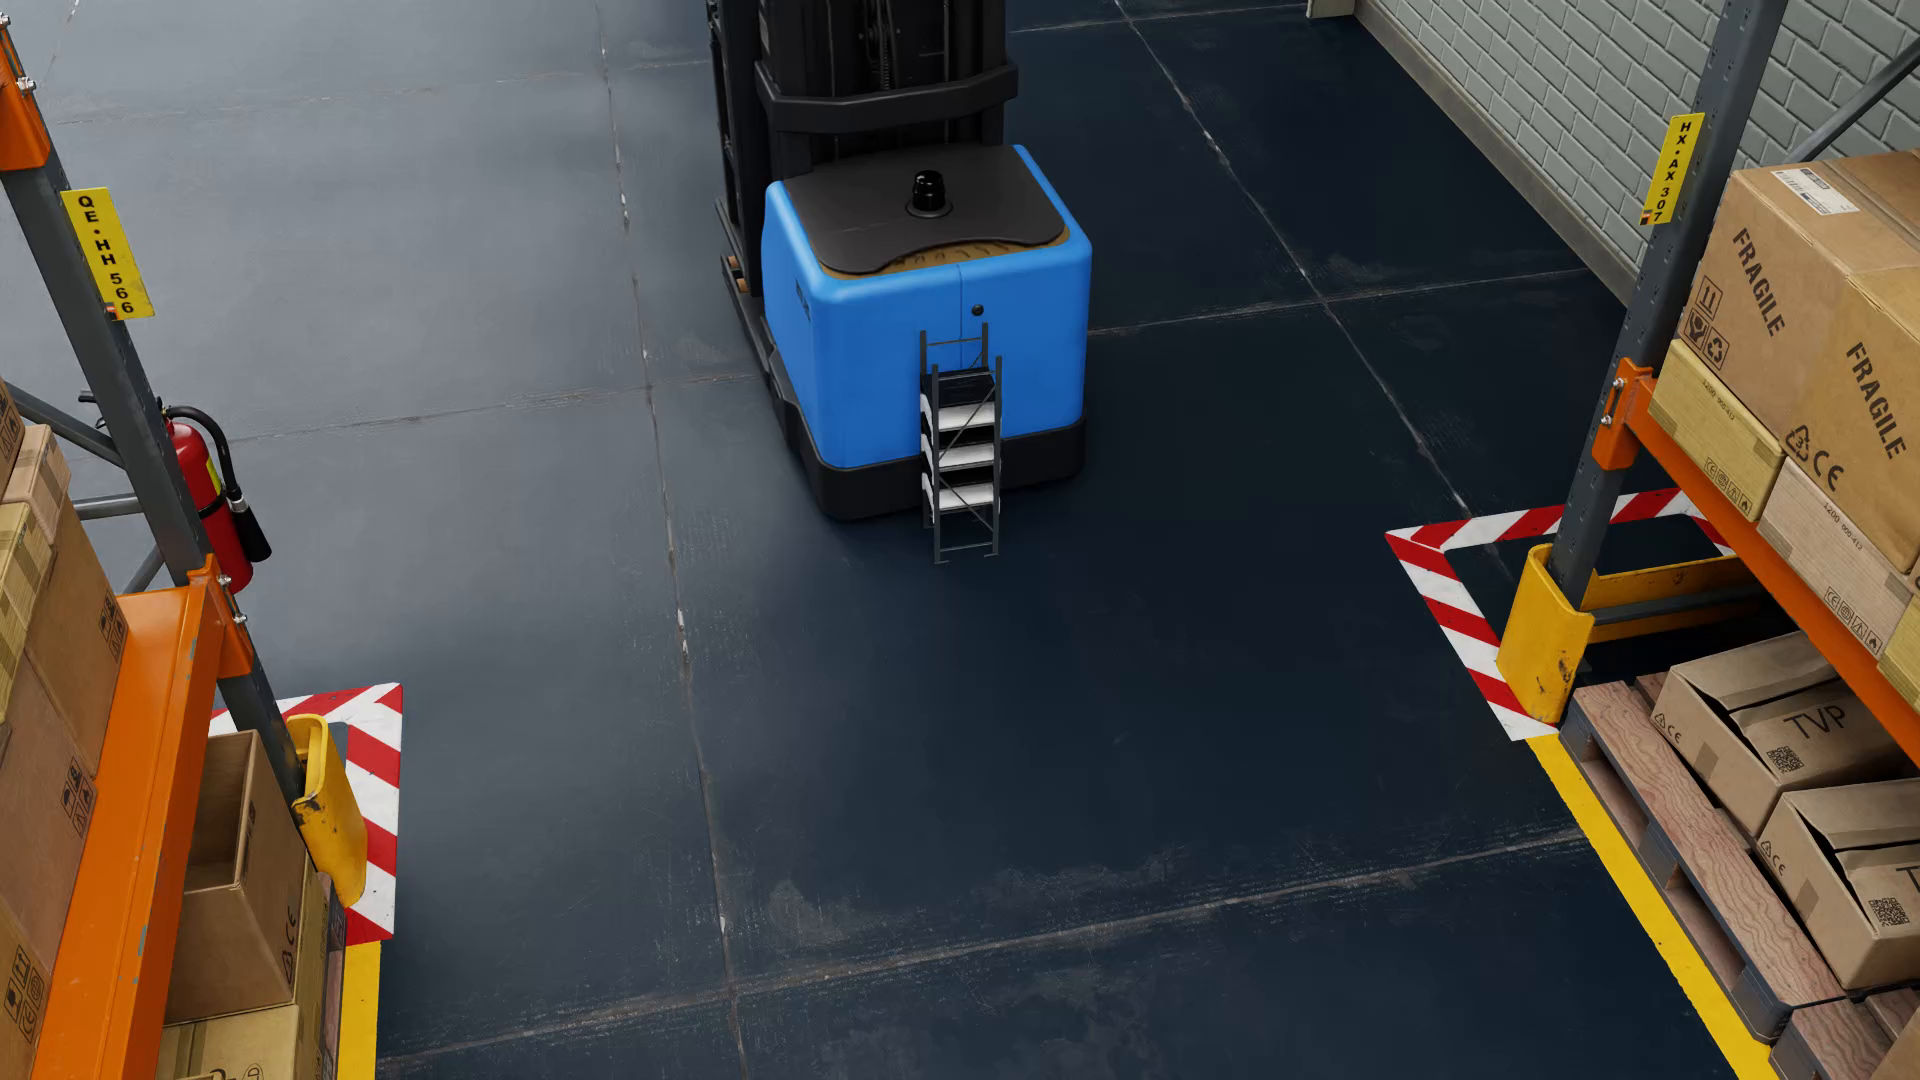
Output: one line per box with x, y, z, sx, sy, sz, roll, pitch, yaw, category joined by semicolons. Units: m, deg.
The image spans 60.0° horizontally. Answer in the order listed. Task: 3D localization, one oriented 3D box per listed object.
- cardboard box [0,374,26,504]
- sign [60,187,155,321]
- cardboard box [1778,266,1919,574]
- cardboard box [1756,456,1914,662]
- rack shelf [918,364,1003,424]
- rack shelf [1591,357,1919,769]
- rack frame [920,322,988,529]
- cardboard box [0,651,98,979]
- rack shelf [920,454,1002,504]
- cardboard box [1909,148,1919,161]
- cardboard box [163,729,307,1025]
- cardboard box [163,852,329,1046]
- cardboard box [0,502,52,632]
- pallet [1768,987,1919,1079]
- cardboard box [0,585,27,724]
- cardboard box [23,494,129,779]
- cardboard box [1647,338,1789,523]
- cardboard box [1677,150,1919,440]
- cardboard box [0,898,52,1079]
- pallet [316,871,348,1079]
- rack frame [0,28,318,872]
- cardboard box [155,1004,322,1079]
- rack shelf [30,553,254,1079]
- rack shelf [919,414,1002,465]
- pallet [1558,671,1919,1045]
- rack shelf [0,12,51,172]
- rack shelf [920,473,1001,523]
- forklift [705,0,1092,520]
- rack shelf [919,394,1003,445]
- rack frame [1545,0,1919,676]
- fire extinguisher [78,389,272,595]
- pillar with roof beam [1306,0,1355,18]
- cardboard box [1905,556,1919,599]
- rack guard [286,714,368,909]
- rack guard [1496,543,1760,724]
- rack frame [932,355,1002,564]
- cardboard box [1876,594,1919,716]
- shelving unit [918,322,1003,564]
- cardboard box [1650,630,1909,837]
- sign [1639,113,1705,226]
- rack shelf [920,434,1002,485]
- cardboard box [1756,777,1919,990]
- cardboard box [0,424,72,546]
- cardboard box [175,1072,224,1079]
-2.299;-0.215;3.181;0.700;0.500;0.500;-8;42;-9;cardboard box
-1.866;-0.622;3.641;0.100;0.325;0.005;-8;42;-9;sign
2.344;-0.301;3.863;0.500;0.500;0.500;-8;42;-9;cardboard box
2.358;0.001;4.087;0.500;0.250;0.500;-10;42;-11;cardboard box
0.002;-0.508;5.788;0.258;0.077;0.200;-8;42;-9;rack shelf
2.869;0.822;3.607;1.077;0.370;4.000;-8;42;-9;rack shelf
-0.020;-0.397;6.020;0.240;0.900;0.006;-8;42;-9;rack frame
-2.193;0.575;3.267;0.700;0.500;0.500;-7;42;-8;cardboard box
0.002;-0.239;6.027;0.258;0.077;0.200;-8;42;-9;rack shelf
2.746;-0.701;4.313;0.500;0.500;0.500;-9;42;-10;cardboard box
-1.993;0.864;4.207;0.500;0.500;0.500;-8;42;-9;cardboard box
-1.995;1.145;4.456;0.500;0.250;0.500;-8;42;-9;cardboard box
-2.073;0.078;3.338;0.380;0.149;0.250;-7;42;-8;cardboard box
2.854;1.669;4.211;1.003;0.211;1.213;-8;42;-9;pallet
-2.017;0.244;3.152;0.380;0.149;0.250;-9;42;-10;cardboard box
-2.311;0.235;3.650;0.700;0.500;0.500;-8;42;-9;cardboard box
2.232;-0.333;4.464;0.500;0.250;0.500;-9;42;-11;cardboard box
2.247;-0.623;4.226;0.500;0.500;0.500;-8;42;-9;cardboard box
-2.091;0.898;2.904;0.700;0.500;0.500;-8;42;-9;cardboard box
-2.193;1.501;4.400;1.003;0.211;1.213;-8;42;-9;pallet
-2.399;-0.032;4.026;1.000;3.000;0.127;-8;42;-9;rack frame
-1.875;1.467;4.092;0.500;0.250;0.500;-8;42;-9;cardboard box
-1.967;1.534;2.804;1.077;0.370;4.000;-8;42;-9;rack shelf
0.002;-0.374;5.908;0.258;0.077;0.200;-8;42;-9;rack shelf
2.594;0.880;5.100;1.003;0.211;1.213;-8;42;-9;pallet
-1.967;0.412;1.809;1.077;0.370;4.000;-8;42;-9;rack shelf
0.002;-0.172;6.087;0.258;0.077;0.200;-8;42;-9;rack shelf
-0.440;-2.162;6.477;1.130;2.935;3.031;-12;43;-13;forklift
0.002;-0.441;5.848;0.258;0.077;0.200;-8;42;-9;rack shelf
2.437;-0.744;4.828;1.000;3.000;0.127;-8;42;-9;rack frame
-1.971;-0.146;4.213;0.296;0.674;0.183;-8;42;-9;fire extinguisher
-2.066;-5.930;6.152;9.100;9.000;0.400;-8;42;-9;pillar with roof beam
2.449;0.034;3.485;0.500;0.500;0.500;-10;42;-11;cardboard box
-2.404;0.888;4.873;1.175;0.500;0.348;-8;42;-9;rack guard
2.454;0.240;5.603;1.175;0.500;0.348;-8;42;-9;rack guard
0.024;-0.265;5.871;0.240;0.900;0.006;-8;42;-9;rack frame
2.463;0.332;3.714;0.500;0.250;0.500;-9;42;-10;cardboard box
0.002;-0.331;5.945;0.258;0.900;0.210;-8;42;-9;shelving unit
2.499;0.559;5.055;0.500;0.311;0.500;-13;43;-14;cardboard box
1.907;-0.990;4.453;0.100;0.325;0.005;-8;42;-9;sign
0.002;-0.306;5.967;0.258;0.077;0.200;-8;42;-9;rack shelf
2.622;0.928;4.639;0.500;0.311;0.500;-5;42;-6;cardboard box
-2.130;-0.091;3.529;0.380;0.149;0.250;-9;42;-10;cardboard box
-1.762;1.510;3.479;0.500;0.500;0.500;-8;42;-9;cardboard box
